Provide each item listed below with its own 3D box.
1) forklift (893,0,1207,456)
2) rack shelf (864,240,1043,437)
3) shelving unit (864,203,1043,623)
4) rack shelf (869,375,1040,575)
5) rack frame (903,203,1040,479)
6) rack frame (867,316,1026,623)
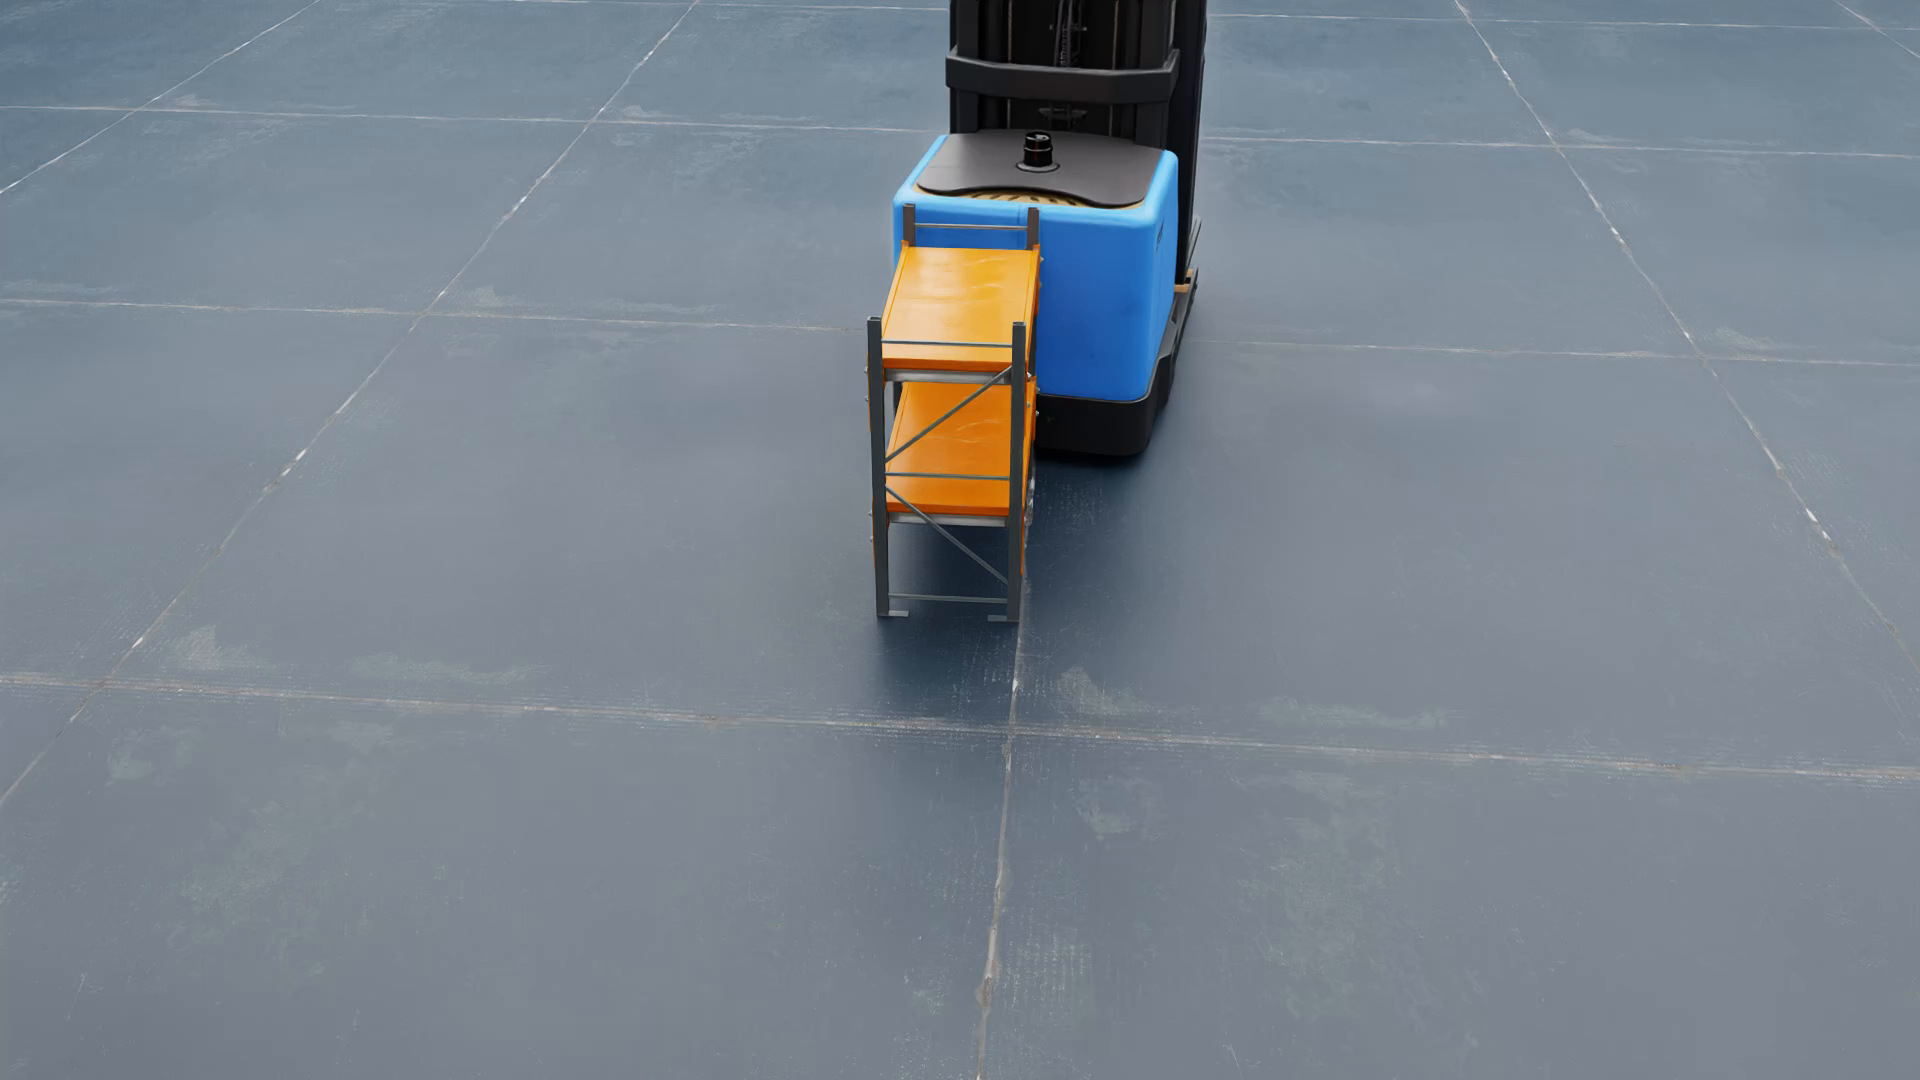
[{"bbox_3d":[0.550,-2.346,7.263,1.130,2.935,3.031,7,32,11],"label":"forklift"},{"bbox_3d":[-0.001,-0.725,5.796,0.538,0.278,1.000,2,32,4],"label":"rack shelf"},{"bbox_3d":[-0.001,-0.475,5.949,0.538,1.125,1.048,2,32,4],"label":"shelving unit"},{"bbox_3d":[-0.001,-0.267,6.077,0.538,0.278,1.000,2,32,4],"label":"rack shelf"},{"bbox_3d":[0.041,-0.741,6.380,0.500,1.125,0.032,2,32,4],"label":"rack frame"},{"bbox_3d":[-0.042,-0.210,5.518,0.500,1.125,0.032,2,32,4],"label":"rack frame"}]
